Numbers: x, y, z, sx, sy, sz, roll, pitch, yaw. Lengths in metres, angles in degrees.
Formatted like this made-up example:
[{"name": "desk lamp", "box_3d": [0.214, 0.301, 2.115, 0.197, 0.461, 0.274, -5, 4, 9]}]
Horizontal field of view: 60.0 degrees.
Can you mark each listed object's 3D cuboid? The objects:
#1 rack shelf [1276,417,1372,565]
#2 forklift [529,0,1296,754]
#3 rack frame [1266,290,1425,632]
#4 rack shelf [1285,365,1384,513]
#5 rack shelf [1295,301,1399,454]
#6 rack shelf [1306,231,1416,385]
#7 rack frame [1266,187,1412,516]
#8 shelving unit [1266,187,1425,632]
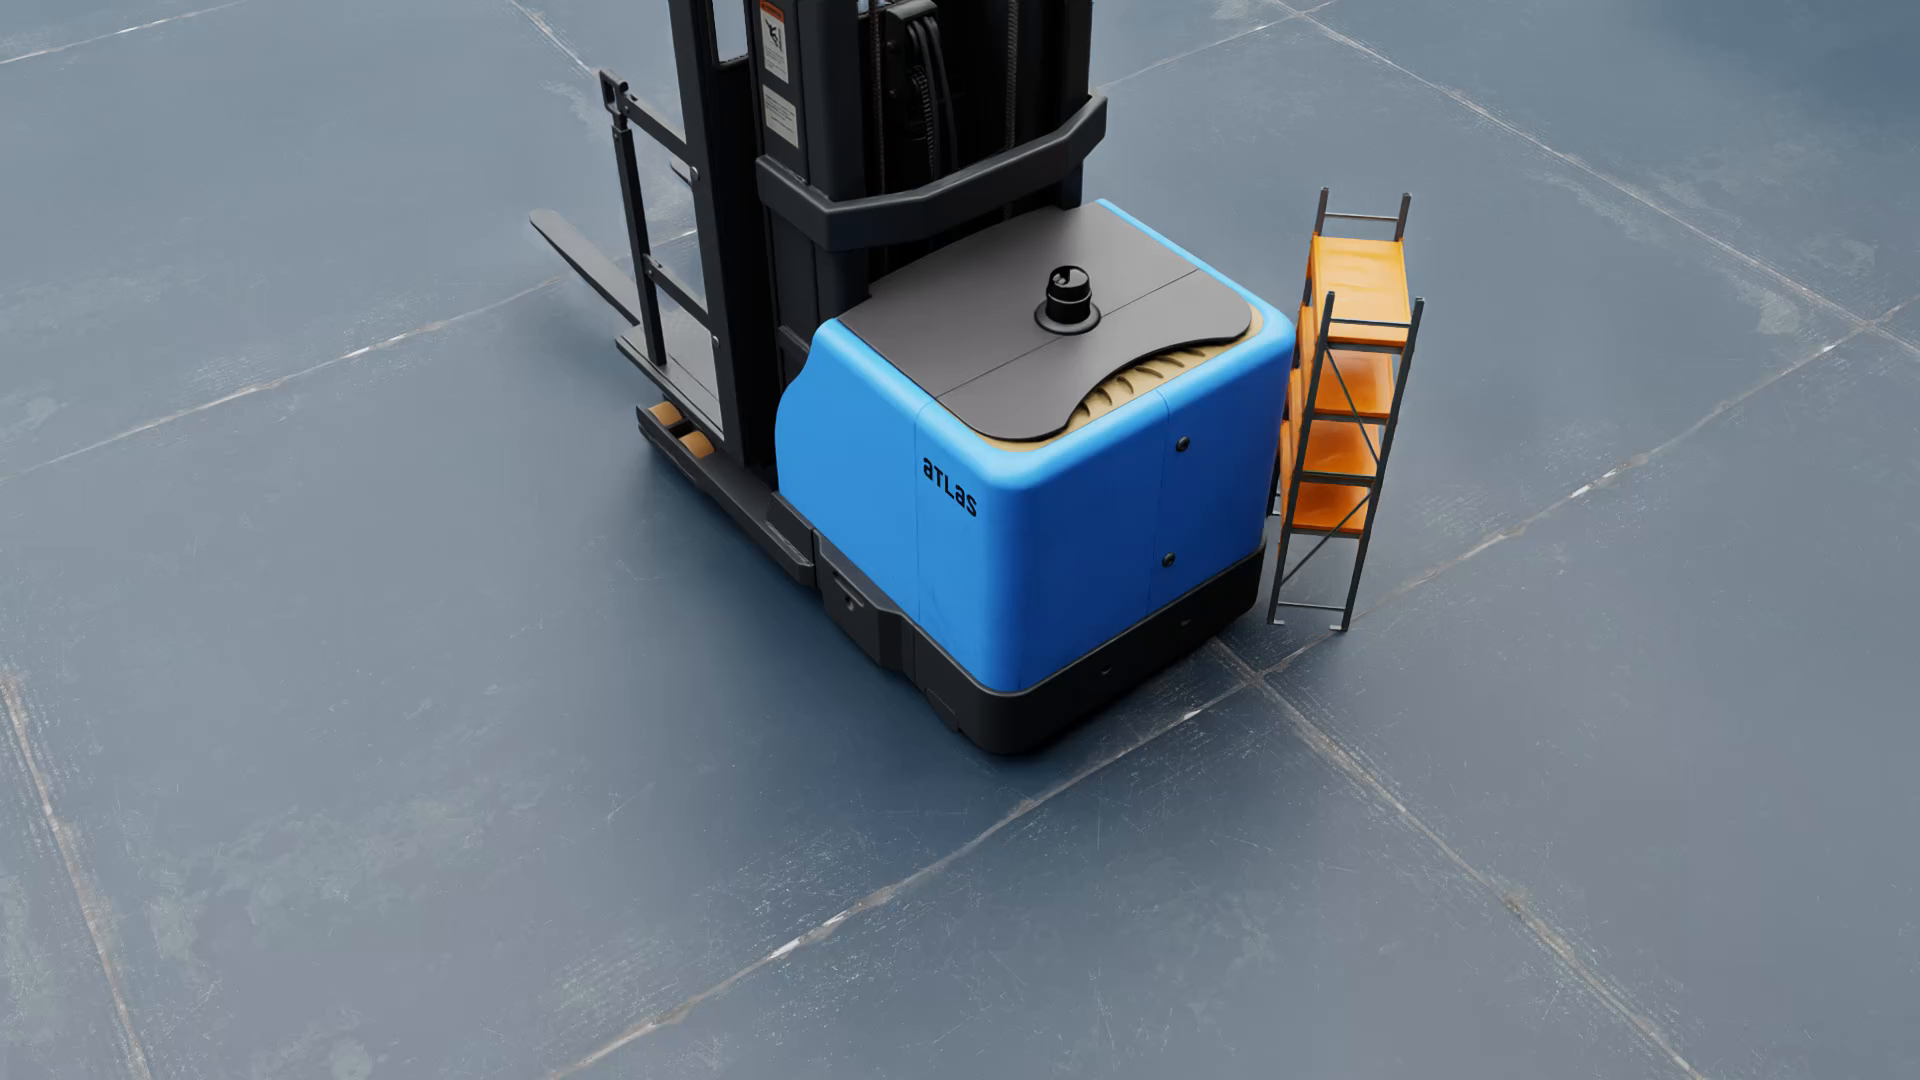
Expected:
[{"name": "rack shelf", "box_3d": [1.070, -0.151, 4.924, 0.258, 0.148, 0.480, 5, 44, 5]}, {"name": "forklift", "box_3d": [-0.415, -1.440, 4.636, 1.130, 2.935, 3.031, -28, 51, -27]}, {"name": "rack frame", "box_3d": [1.038, -0.176, 4.565, 0.240, 1.200, 0.015, 5, 44, 5]}, {"name": "rack shelf", "box_3d": [1.069, -0.294, 4.787, 0.258, 0.148, 0.480, 5, 44, 5]}, {"name": "rack shelf", "box_3d": [1.069, -0.456, 4.632, 0.258, 0.148, 0.480, 5, 44, 5]}, {"name": "rack shelf", "box_3d": [1.069, -0.627, 4.469, 0.258, 0.148, 0.480, 5, 44, 5]}, {"name": "rack frame", "box_3d": [1.100, -0.510, 4.915, 0.240, 1.200, 0.015, 5, 44, 5]}, {"name": "shelving unit", "box_3d": [1.069, -0.343, 4.740, 0.258, 1.200, 0.503, 5, 44, 5]}]
